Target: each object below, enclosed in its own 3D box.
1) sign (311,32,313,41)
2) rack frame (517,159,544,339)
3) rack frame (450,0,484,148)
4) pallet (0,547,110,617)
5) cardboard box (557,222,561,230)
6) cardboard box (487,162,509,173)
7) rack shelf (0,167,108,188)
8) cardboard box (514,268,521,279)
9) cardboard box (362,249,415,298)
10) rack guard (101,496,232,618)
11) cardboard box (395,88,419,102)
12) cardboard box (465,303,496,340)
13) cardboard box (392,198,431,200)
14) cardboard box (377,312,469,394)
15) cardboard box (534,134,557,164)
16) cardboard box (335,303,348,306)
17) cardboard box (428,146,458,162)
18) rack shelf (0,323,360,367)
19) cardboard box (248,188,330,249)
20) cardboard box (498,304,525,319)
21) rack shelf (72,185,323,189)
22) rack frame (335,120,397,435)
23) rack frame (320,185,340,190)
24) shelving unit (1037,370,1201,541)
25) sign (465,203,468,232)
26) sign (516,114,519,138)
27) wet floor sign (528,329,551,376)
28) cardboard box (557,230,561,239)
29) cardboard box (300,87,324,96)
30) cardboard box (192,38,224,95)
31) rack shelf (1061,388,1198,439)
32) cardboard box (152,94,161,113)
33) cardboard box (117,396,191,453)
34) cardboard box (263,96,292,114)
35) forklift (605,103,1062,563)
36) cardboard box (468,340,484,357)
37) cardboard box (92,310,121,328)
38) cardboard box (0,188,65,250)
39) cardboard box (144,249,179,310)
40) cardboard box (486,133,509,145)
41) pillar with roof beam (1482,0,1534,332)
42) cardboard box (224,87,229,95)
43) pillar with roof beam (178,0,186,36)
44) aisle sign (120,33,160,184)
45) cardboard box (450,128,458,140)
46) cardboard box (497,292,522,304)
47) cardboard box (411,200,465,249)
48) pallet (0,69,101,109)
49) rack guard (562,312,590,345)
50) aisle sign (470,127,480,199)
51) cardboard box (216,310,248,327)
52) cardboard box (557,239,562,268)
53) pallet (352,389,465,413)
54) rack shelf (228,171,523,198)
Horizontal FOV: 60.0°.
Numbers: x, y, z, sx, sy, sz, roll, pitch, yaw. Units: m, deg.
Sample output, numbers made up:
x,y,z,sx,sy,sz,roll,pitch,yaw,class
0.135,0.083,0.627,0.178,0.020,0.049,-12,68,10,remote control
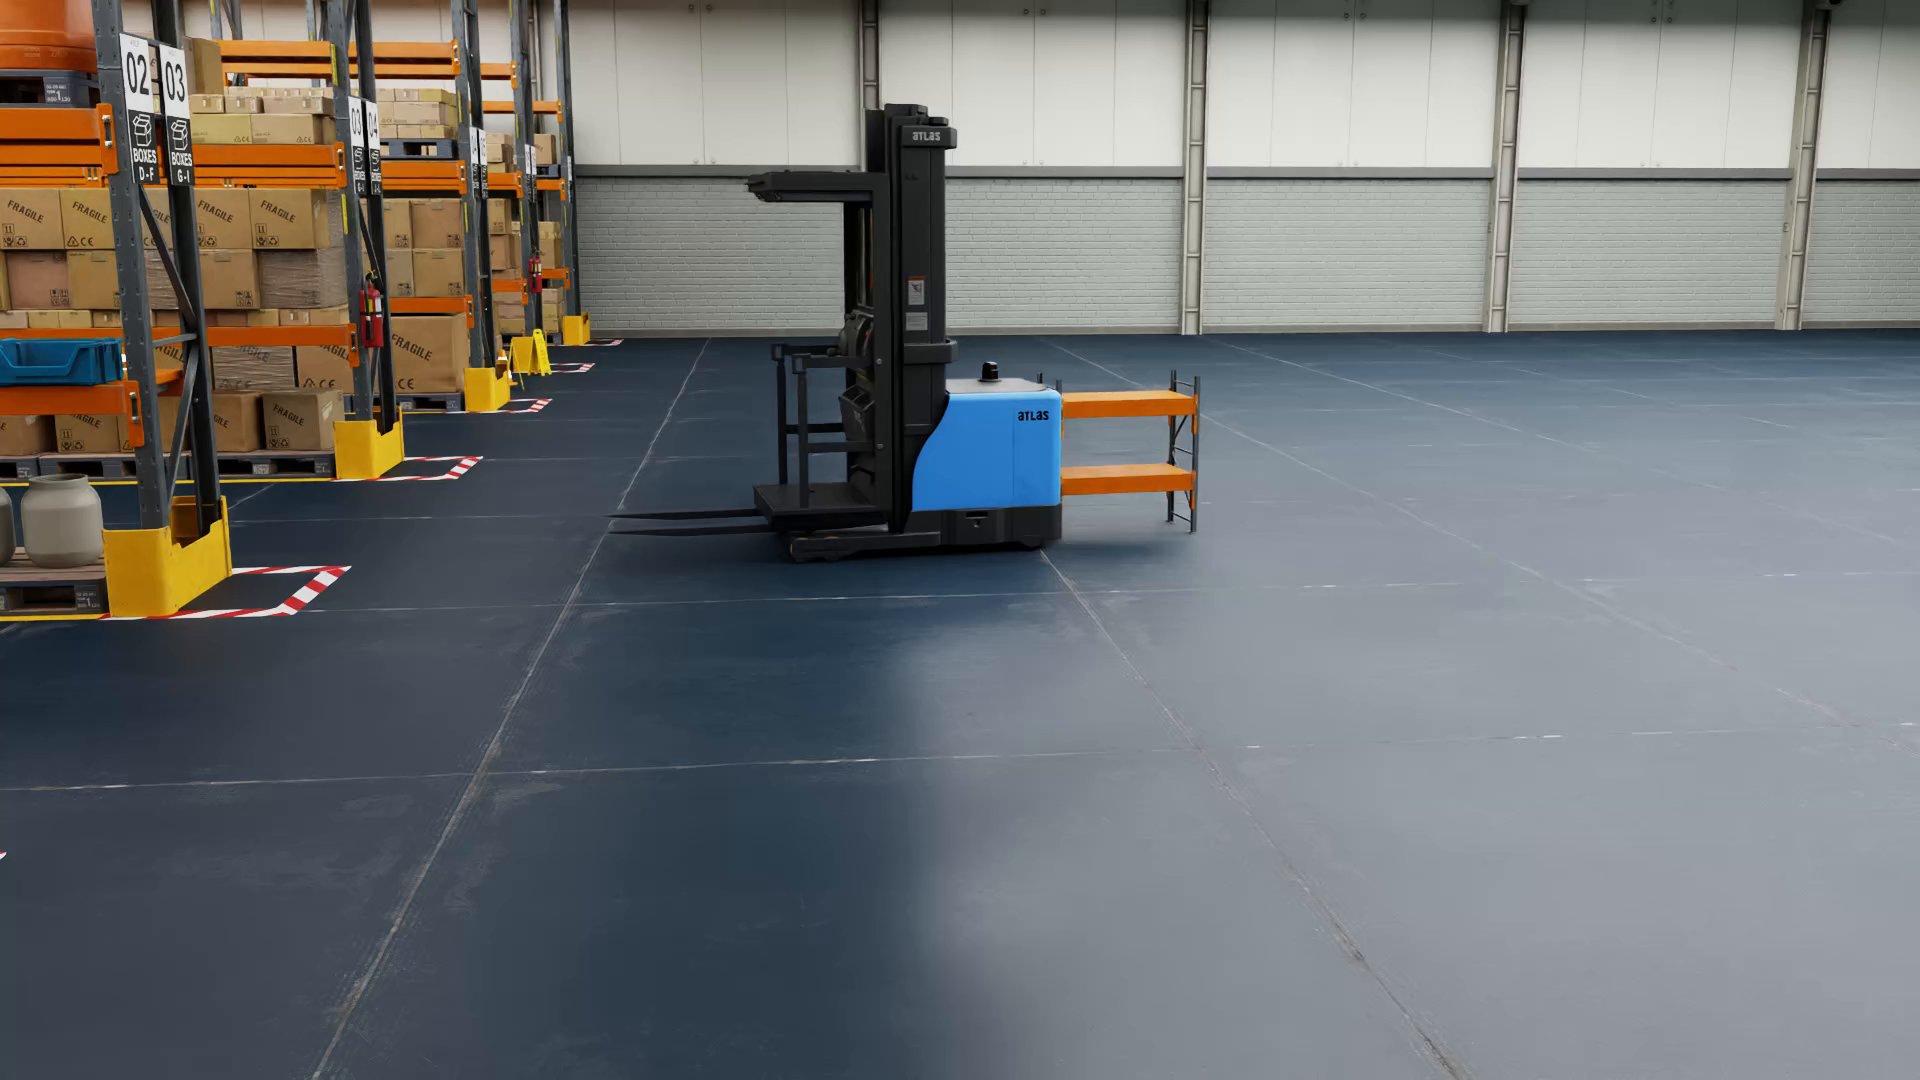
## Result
x,y,z,sx,sy,sz,roll,pitch,yaw,class
-10.697,-8.213,27.461,0.005,0.325,0.100,-1,11,-6,sign
-6.251,-4.008,24.248,0.127,3.000,1.000,-1,11,-6,rack frame
-5.616,-6.004,18.851,0.127,3.000,1.000,-1,11,-6,rack frame
-5.524,0.237,9.884,1.213,0.211,1.003,-1,11,-6,pallet
-7.147,-5.507,29.162,0.250,0.149,0.380,-1,11,-7,cardboard box
-6.575,-5.295,23.672,0.250,0.149,0.380,-1,11,-6,cardboard box
-11.581,-4.055,18.574,4.000,0.370,1.077,-1,11,-6,rack shelf
-6.611,-3.917,24.438,0.250,0.149,0.380,-1,11,-6,cardboard box
-6.524,-3.102,19.253,0.550,0.550,0.875,-1,11,-6,cardboard box
-4.716,0.080,9.937,0.348,0.500,1.175,-1,11,-6,rack guard
-6.162,-4.979,18.646,0.250,0.149,0.380,-1,11,-6,cardboard box
-7.019,-3.166,24.061,0.500,0.500,0.500,-1,11,-6,cardboard box
-7.735,-4.602,23.645,0.500,0.500,0.700,-1,11,-7,cardboard box
-6.283,-2.197,19.458,0.875,0.875,0.875,-1,11,-6,cardboard box
-7.204,-6.680,28.456,0.500,0.500,0.500,-1,11,-4,cardboard box
-5.490,-2.024,14.808,0.250,0.149,0.380,-1,11,-6,cardboard box
-7.232,-5.482,23.588,0.500,0.250,0.500,-1,11,-7,cardboard box
-7.169,-1.713,14.439,4.000,0.370,1.077,-1,11,-6,rack shelf
-5.701,-2.734,14.147,0.500,0.500,0.500,-1,11,-6,cardboard box
-7.740,-3.983,28.867,0.500,0.250,0.500,-1,11,-7,cardboard box
-12.755,-5.954,28.234,4.000,0.370,1.077,-1,11,-6,rack shelf
-5.181,-2.107,14.581,0.127,3.000,1.000,-1,11,-6,rack frame
-10.767,-4.876,28.666,0.127,3.000,1.000,-1,11,-6,rack frame
1.119,-0.619,11.868,1.048,1.125,0.538,-3,11,-14,shelving unit
-5.571,-3.641,18.765,0.005,0.325,0.100,-1,11,-6,sign
-6.211,-5.807,23.330,0.005,0.325,0.100,-1,11,-6,sign
-5.946,-2.651,23.452,0.232,0.644,0.267,3,11,14,wet floor sign
-7.156,-5.370,29.235,0.250,0.149,0.380,-1,11,-8,cardboard box
-7.178,-4.957,18.537,0.250,0.149,0.380,-1,11,-7,cardboard box
-6.686,-4.040,14.311,0.500,0.500,0.500,-1,11,-6,cardboard box
1.119,-0.906,11.811,1.000,0.278,0.538,-3,11,-14,rack shelf
-6.717,-3.610,13.803,0.250,0.149,0.380,-2,11,-9,cardboard box
-7.018,-1.049,14.587,0.500,0.500,0.500,0,11,-1,cardboard box
-5.694,-3.653,14.021,0.250,0.149,0.380,-2,11,-8,cardboard box
-0.877,-1.401,11.168,3.031,2.935,1.130,-3,11,-14,forklift
-7.049,-2.796,24.122,0.500,0.250,0.500,-1,11,-6,cardboard box
-7.177,-1.895,14.154,0.250,0.149,0.380,-1,11,-6,cardboard box
-7.688,-2.691,13.929,0.500,0.500,0.500,-1,11,-6,cardboard box
-6.716,-2.261,14.330,0.500,0.500,0.875,-1,11,-6,cardboard box
-6.555,-5.684,23.582,0.250,0.149,0.380,-1,11,-6,cardboard box
10.780,-7.611,27.024,0.548,9.000,9.100,-1,11,-6,pillar with roof beam
-8.180,-4.936,18.431,0.250,0.149,0.380,-1,11,-5,cardboard box
-13.080,-7.111,24.481,0.400,9.000,9.100,-1,11,-6,pillar with roof beam
-4.542,-2.378,9.217,0.004,0.787,0.394,-1,11,-6,aisle sign
-5.991,-4.719,19.391,0.250,0.149,0.380,-1,11,-6,cardboard box
-7.722,-4.226,28.805,0.500,0.250,0.500,-1,11,-5,cardboard box
-5.989,-3.664,19.310,0.550,0.550,0.875,-1,11,-6,cardboard box
-5.479,-2.538,9.486,1.213,0.211,1.003,-1,11,-6,pallet
-6.767,-3.734,29.333,0.348,0.500,1.175,-1,11,-6,rack guard
-5.513,-4.280,18.894,0.004,0.787,0.394,-1,11,-6,aisle sign
-6.183,-1.916,14.260,0.250,0.149,0.380,-1,11,-6,cardboard box
-7.313,-5.052,29.298,0.500,0.500,0.500,-1,11,-4,cardboard box
-6.402,-1.661,19.538,1.213,0.211,1.003,-1,11,-6,pallet
-8.239,-5.085,23.816,4.000,0.370,1.077,-1,11,-6,rack shelf
